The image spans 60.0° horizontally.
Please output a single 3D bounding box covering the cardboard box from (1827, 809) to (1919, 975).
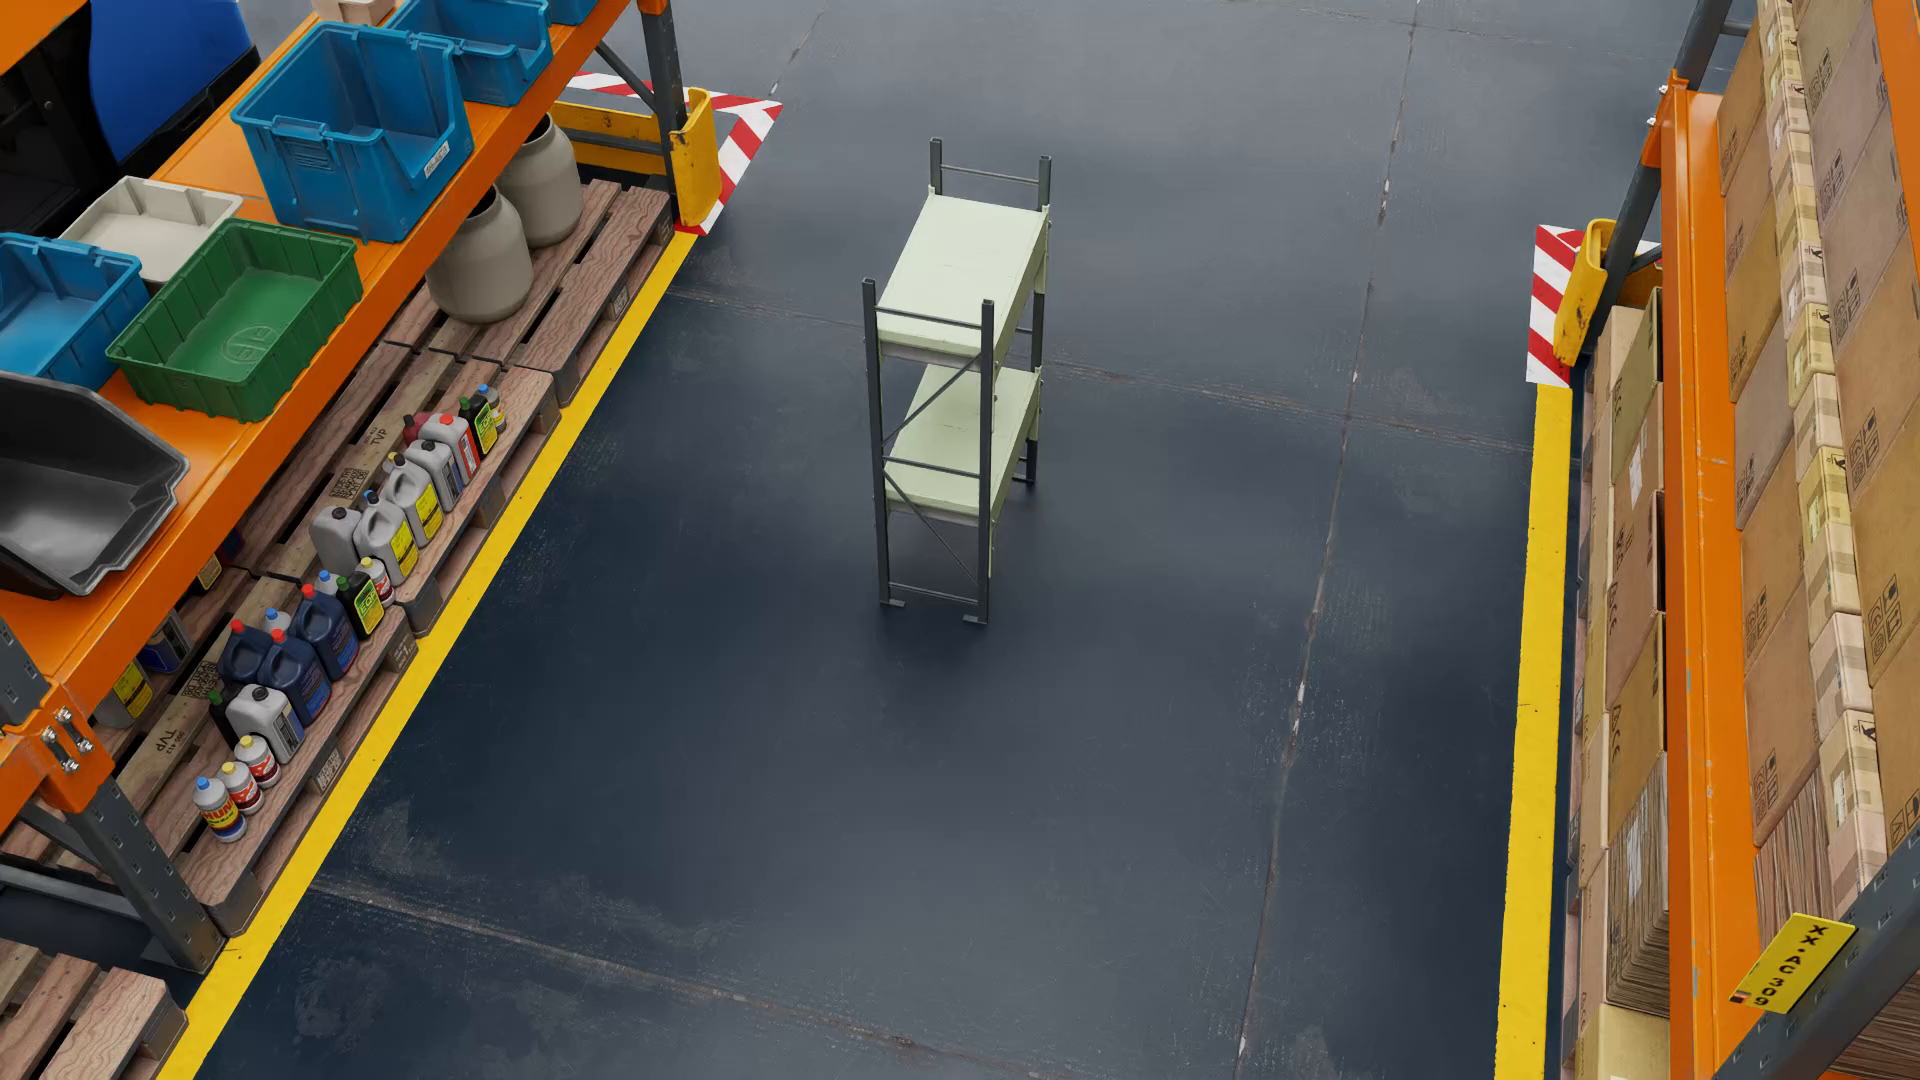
[{"bbox_3d":[1.873,0.689,3.142,0.380,0.149,0.250,12,50,10],"label":"cardboard box"}]

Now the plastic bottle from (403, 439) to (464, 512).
[{"bbox_3d":[-1.906,-0.249,5.993,0.152,0.276,0.135,10,49,9],"label":"plastic bottle"}]

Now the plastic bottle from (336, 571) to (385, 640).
[{"bbox_3d":[-2.023,0.199,5.592,0.061,0.283,0.133,14,50,12],"label":"plastic bottle"}]

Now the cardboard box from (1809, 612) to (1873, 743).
[{"bbox_3d":[2.007,0.321,3.467,0.380,0.149,0.250,10,49,9],"label":"cardboard box"}]

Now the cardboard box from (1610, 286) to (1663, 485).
[{"bbox_3d":[2.576,-0.488,5.734,0.500,0.500,0.500,12,50,10],"label":"cardboard box"}]

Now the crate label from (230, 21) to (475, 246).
[{"bbox_3d":[-1.940,-1.324,5.395,0.502,0.435,0.616,12,50,10],"label":"crate label"}]

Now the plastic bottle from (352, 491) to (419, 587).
[{"bbox_3d":[-1.995,-0.019,5.740,0.144,0.351,0.185,11,50,10],"label":"plastic bottle"}]

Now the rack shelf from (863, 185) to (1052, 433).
[{"bbox_3d":[0.002,-0.759,5.399,0.431,0.370,0.720,12,50,10],"label":"rack shelf"}]

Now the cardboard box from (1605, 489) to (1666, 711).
[{"bbox_3d":[2.308,0.234,5.097,0.500,0.500,0.500,12,50,10],"label":"cardboard box"}]

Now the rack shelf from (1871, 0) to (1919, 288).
[{"bbox_3d":[2.535,-1.025,3.633,1.077,0.370,4.000,12,50,10],"label":"rack shelf"}]

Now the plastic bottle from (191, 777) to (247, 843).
[{"bbox_3d":[-2.262,0.809,5.062,0.097,0.271,0.097,0,49,0],"label":"plastic bottle"}]

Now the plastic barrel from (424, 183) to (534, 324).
[{"bbox_3d":[-1.948,-1.159,6.652,0.421,0.512,0.421,0,49,0],"label":"plastic barrel"}]

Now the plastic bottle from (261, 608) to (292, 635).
[{"bbox_3d":[-2.235,0.322,5.491,0.097,0.271,0.097,0,49,0],"label":"plastic bottle"}]

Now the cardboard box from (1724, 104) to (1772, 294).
[{"bbox_3d":[2.793,-1.034,5.096,0.700,0.500,0.500,13,50,11],"label":"cardboard box"}]

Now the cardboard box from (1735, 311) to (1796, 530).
[{"bbox_3d":[2.521,-0.295,4.443,0.700,0.500,0.500,13,50,11],"label":"cardboard box"}]

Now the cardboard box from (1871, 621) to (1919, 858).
[{"bbox_3d":[2.119,0.391,2.972,0.700,0.500,0.500,12,50,10],"label":"cardboard box"}]

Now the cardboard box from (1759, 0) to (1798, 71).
[{"bbox_3d":[2.683,-1.532,5.102,0.380,0.149,0.250,10,49,9],"label":"cardboard box"}]

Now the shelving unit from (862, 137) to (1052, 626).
[{"bbox_3d":[0.002,-0.501,5.692,0.431,1.500,0.755,12,50,10],"label":"shelving unit"}]

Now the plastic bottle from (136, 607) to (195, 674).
[{"bbox_3d":[-2.678,0.301,5.507,0.152,0.276,0.135,12,50,10],"label":"plastic bottle"}]

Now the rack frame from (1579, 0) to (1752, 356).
[{"bbox_3d":[3.061,-1.717,5.765,1.000,3.000,0.127,12,50,10],"label":"rack frame"}]

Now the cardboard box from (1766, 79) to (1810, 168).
[{"bbox_3d":[2.548,-1.170,4.783,0.380,0.149,0.250,11,49,9],"label":"cardboard box"}]

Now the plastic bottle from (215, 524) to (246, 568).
[{"bbox_3d":[-2.593,-0.042,5.805,0.061,0.283,0.133,12,50,10],"label":"plastic bottle"}]

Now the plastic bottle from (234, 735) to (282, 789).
[{"bbox_3d":[-2.209,0.685,5.218,0.097,0.201,0.097,0,49,0],"label":"plastic bottle"}]

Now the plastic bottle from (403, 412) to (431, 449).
[{"bbox_3d":[-1.972,-0.373,6.097,0.061,0.283,0.133,12,50,10],"label":"plastic bottle"}]

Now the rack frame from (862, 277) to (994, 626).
[{"bbox_3d":[-0.095,-0.236,5.458,0.400,1.500,0.023,12,50,10],"label":"rack frame"}]

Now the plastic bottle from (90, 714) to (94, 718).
[{"bbox_3d":[-2.878,0.404,5.366,0.144,0.351,0.185,10,49,9],"label":"plastic bottle"}]

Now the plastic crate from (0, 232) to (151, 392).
[{"bbox_3d":[-2.740,-0.609,4.886,0.499,0.251,0.616,12,50,10],"label":"plastic crate"}]

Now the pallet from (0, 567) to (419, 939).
[{"bbox_3d":[-2.552,0.641,5.543,1.003,0.211,1.213,12,50,10],"label":"pallet"}]

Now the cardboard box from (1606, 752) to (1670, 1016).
[{"bbox_3d":[2.063,0.961,4.455,0.500,0.500,0.500,12,50,10],"label":"cardboard box"}]

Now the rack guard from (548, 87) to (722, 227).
[{"bbox_3d":[-1.691,-1.806,7.510,1.175,0.500,0.348,12,50,10],"label":"rack guard"}]

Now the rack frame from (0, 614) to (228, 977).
[{"bbox_3d":[-2.769,0.196,4.076,1.000,3.000,0.127,12,50,10],"label":"rack frame"}]

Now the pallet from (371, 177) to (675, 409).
[{"bbox_3d":[-1.910,-1.124,7.101,1.003,0.211,1.213,12,50,10],"label":"pallet"}]

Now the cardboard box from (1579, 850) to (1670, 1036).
[{"bbox_3d":[2.061,1.209,4.736,0.500,0.250,0.500,12,50,10],"label":"cardboard box"}]

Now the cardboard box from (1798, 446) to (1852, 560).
[{"bbox_3d":[2.143,-0.046,3.791,0.380,0.149,0.250,11,50,10],"label":"cardboard box"}]

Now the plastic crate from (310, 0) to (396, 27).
[{"bbox_3d":[-2.262,-2.026,6.214,0.298,0.136,0.250,12,50,10],"label":"plastic crate"}]

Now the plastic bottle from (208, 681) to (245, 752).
[{"bbox_3d":[-2.307,0.545,5.286,0.061,0.283,0.133,12,50,10],"label":"plastic bottle"}]

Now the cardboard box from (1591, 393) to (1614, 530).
[{"bbox_3d":[2.578,-0.240,6.015,0.500,0.250,0.500,12,50,10],"label":"cardboard box"}]

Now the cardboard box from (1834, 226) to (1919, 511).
[{"bbox_3d":[2.384,-0.336,3.614,0.700,0.500,0.500,12,50,10],"label":"cardboard box"}]

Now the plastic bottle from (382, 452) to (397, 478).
[{"bbox_3d":[-2.031,-0.236,6.031,0.097,0.201,0.097,0,49,0],"label":"plastic bottle"}]

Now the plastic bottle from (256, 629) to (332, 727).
[{"bbox_3d":[-2.156,0.425,5.348,0.144,0.351,0.185,13,50,11],"label":"plastic bottle"}]

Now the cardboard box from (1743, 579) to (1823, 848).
[{"bbox_3d":[2.252,0.438,3.796,0.700,0.500,0.500,11,50,10],"label":"cardboard box"}]

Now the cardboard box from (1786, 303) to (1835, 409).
[{"bbox_3d":[2.276,-0.421,4.122,0.380,0.149,0.250,13,50,11],"label":"cardboard box"}]

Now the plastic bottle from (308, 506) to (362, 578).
[{"bbox_3d":[-2.144,-0.005,5.777,0.152,0.276,0.135,12,50,10],"label":"plastic bottle"}]

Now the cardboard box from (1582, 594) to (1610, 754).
[{"bbox_3d":[2.309,0.482,5.377,0.500,0.250,0.500,12,50,10],"label":"cardboard box"}]

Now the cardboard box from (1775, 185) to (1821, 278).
[{"bbox_3d":[2.413,-0.792,4.449,0.380,0.149,0.250,11,49,10],"label":"cardboard box"}]

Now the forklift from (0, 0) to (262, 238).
[{"bbox_3d":[-4.324,-2.221,6.255,1.130,2.935,3.031,15,50,13],"label":"forklift"}]

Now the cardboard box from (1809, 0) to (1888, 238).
[{"bbox_3d":[2.647,-1.060,4.253,0.700,0.500,0.500,12,50,10],"label":"cardboard box"}]

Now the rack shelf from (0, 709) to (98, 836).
[{"bbox_3d":[-3.296,1.881,3.069,1.077,0.370,4.000,12,50,10],"label":"rack shelf"}]

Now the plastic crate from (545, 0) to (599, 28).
[{"bbox_3d":[-1.559,-2.227,6.314,0.499,0.251,0.616,12,50,10],"label":"plastic crate"}]

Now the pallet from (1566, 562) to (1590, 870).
[{"bbox_3d":[2.577,0.647,5.538,1.003,0.211,1.213,12,50,10],"label":"pallet"}]

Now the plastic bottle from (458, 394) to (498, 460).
[{"bbox_3d":[-1.790,-0.441,6.157,0.061,0.283,0.133,13,50,11],"label":"plastic bottle"}]

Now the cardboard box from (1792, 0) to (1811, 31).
[{"bbox_3d":[2.912,-1.806,4.911,0.700,0.500,0.500,12,50,10],"label":"cardboard box"}]
